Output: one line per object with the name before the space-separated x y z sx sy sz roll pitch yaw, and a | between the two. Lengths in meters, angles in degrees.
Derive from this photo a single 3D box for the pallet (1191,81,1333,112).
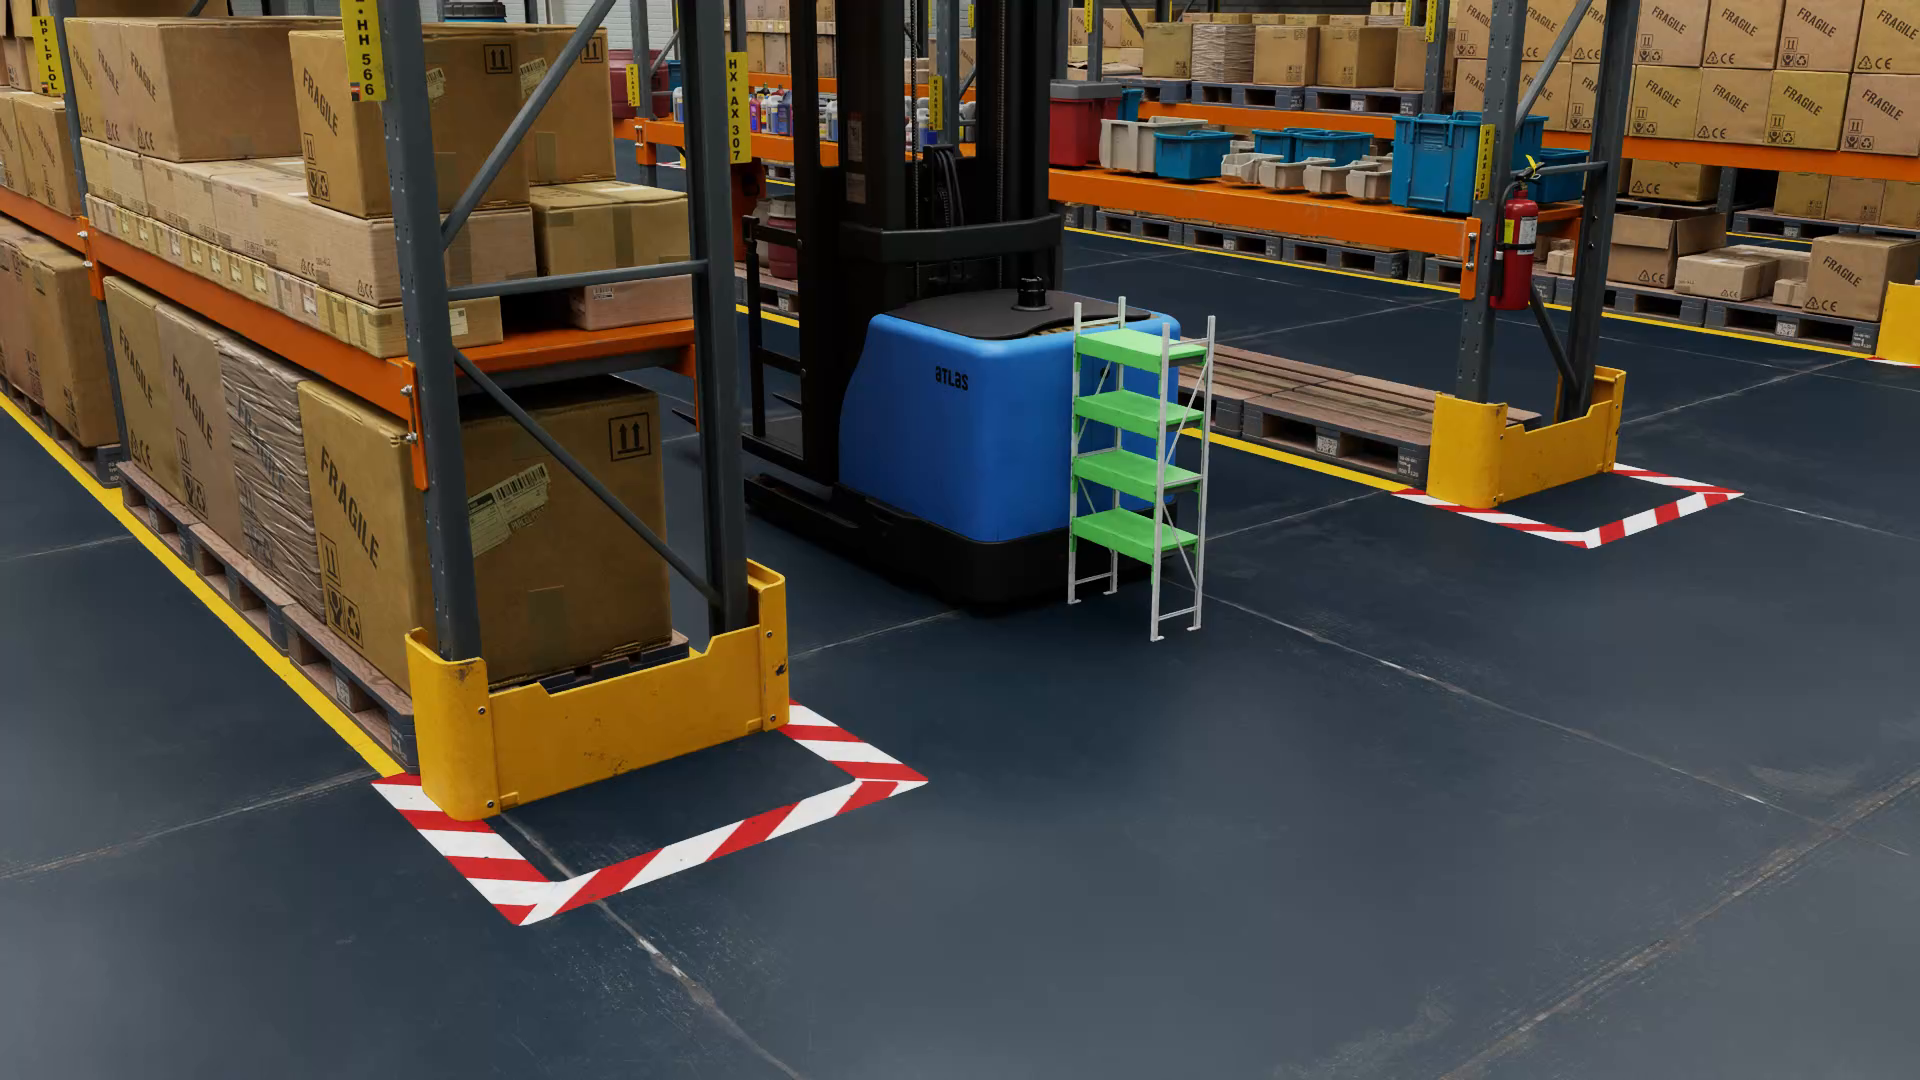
pallet | 2.891 -4.087 15.238 1.003 0.211 1.213 -14 23 -36

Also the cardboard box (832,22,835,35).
cardboard box | -1.292 -6.084 19.773 0.380 0.149 0.250 -15 23 -37

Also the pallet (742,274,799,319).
pallet | -0.929 -1.880 12.704 1.003 0.211 1.213 -14 23 -36

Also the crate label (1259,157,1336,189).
crate label | 1.753 -1.926 8.731 0.396 0.136 0.243 -14 23 -36

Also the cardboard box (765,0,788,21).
cardboard box | -2.019 -6.784 20.856 0.700 0.500 0.500 -14 23 -36

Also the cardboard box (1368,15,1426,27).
cardboard box | 5.261 -5.994 19.834 0.500 0.500 0.700 17 25 42

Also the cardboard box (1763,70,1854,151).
cardboard box | 5.831 -2.917 11.240 0.500 0.500 0.500 -14 23 -36

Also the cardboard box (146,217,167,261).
cardboard box | -3.030 -1.224 6.687 0.380 0.149 0.250 -14 23 -37

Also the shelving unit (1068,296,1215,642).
shelving unit | 0.673 -0.276 6.286 0.258 1.200 0.503 -13 22 -34

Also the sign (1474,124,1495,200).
sign | 2.341 -1.685 7.420 0.100 0.325 0.005 -14 23 -36

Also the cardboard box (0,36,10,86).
cardboard box | -5.244 -2.903 9.603 0.797 0.503 0.637 -13 23 -35

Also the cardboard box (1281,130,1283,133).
cardboard box | 4.514 -5.080 21.209 0.700 0.500 0.500 -14 23 -36

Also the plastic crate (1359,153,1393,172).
plastic crate | 2.312 -2.010 8.984 0.250 0.136 0.298 -14 23 -36

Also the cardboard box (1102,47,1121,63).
cardboard box | 2.243 -6.730 23.121 0.500 0.250 0.500 -14 23 -36

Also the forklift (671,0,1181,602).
forklift | -0.368 -1.552 7.385 1.130 2.935 3.031 -13 22 -34

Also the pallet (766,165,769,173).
pallet | -2.779 -5.124 22.500 1.003 0.211 1.213 -14 23 -36

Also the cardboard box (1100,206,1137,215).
cardboard box | 1.739 -3.510 16.469 0.500 0.500 0.500 -13 22 -34

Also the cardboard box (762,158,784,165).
cardboard box | -2.198 -4.976 21.324 0.500 0.250 0.500 -14 23 -36

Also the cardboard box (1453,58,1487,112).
cardboard box | 4.267 -3.539 13.120 0.500 0.500 0.500 -13 22 -35

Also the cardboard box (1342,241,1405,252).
cardboard box | 3.633 -2.758 14.198 0.500 0.500 0.500 -14 23 -36

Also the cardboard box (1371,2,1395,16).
cardboard box | 5.112 -6.344 19.858 0.250 0.149 0.380 16 24 39

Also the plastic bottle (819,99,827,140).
plastic bottle | -0.987 -2.984 11.801 0.152 0.276 0.135 -14 23 -36

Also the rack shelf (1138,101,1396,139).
rack shelf | 2.922 -3.822 15.277 1.077 0.370 4.000 -14 23 -36

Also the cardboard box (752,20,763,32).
cardboard box | -2.411 -6.527 21.112 0.380 0.149 0.250 -14 23 -37

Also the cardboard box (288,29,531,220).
cardboard box | -1.629 -1.247 4.929 0.500 0.500 0.500 -14 23 -35

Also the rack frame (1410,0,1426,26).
rack frame | 5.561 -5.624 19.575 1.000 3.000 0.127 -14 23 -36

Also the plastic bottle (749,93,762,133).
plastic bottle | -1.508 -3.172 12.355 0.061 0.283 0.133 -14 23 -36

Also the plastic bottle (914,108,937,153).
plastic bottle | -0.219 -2.680 10.881 0.152 0.276 0.135 -14 23 -36

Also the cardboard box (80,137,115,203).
cardboard box | -3.518 -1.641 7.312 0.500 0.250 0.500 -14 23 -37

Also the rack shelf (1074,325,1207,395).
rack shelf | 0.673 -0.671 6.155 0.258 0.148 0.480 -13 22 -34

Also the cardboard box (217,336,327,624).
cardboard box | -2.146 -0.309 6.237 0.875 0.875 0.875 -14 23 -36

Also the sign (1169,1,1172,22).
sign | 2.100 -5.277 16.810 0.100 0.325 0.005 -14 23 -36

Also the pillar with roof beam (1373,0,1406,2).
pillar with roof beam | 2.057 -8.121 17.572 9.100 9.000 0.400 -14 23 -36

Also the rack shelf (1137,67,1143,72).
rack shelf | 1.836 -6.761 24.153 1.077 0.370 4.000 -14 23 -36

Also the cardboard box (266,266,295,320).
cardboard box | -2.072 -0.844 5.540 0.380 0.149 0.250 -13 23 -35

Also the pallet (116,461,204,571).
pallet | -3.193 -0.212 7.666 1.003 0.211 1.213 -14 23 -36

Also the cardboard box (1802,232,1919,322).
cardboard box | 6.117 -1.793 11.282 0.500 0.500 0.500 -14 23 -36

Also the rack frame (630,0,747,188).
rack frame | -2.205 -3.690 13.736 1.000 3.000 0.127 -14 23 -36

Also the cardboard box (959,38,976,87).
cardboard box | 0.299 -5.244 18.267 0.500 0.500 0.500 -14 23 -36

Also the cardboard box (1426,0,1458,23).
cardboard box | 5.659 -6.009 18.880 0.500 0.250 0.500 -13 23 -35

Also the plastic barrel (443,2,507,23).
plastic barrel | -4.686 -4.760 16.167 0.600 0.901 0.708 -14 23 -36

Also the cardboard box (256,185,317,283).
cardboard box | -1.944 -1.015 5.422 0.500 0.250 0.500 -14 23 -37

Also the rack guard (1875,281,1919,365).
rack guard | 6.600 -1.517 11.149 1.175 0.500 0.348 -14 23 -36

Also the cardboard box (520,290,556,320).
cardboard box | -1.243 -0.848 5.551 0.380 0.149 0.250 -14 23 -37

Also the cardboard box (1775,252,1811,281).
cardboard box | 6.222 -1.901 12.006 0.500 0.250 0.500 -14 23 -36

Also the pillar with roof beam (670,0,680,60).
pillar with roof beam | -9.119 -12.556 30.967 9.100 9.000 0.400 -14 23 -36

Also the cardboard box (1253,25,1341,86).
cardboard box | 3.019 -4.341 14.872 0.500 0.500 0.700 13 23 35

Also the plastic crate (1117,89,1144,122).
plastic crate | 0.836 -2.677 10.606 0.392 0.384 0.575 -14 23 -36

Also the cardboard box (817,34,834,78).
cardboard box | -1.416 -5.926 20.328 0.700 0.500 0.500 -14 23 -37

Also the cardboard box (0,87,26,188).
cardboard box | -5.047 -2.223 9.144 0.500 0.500 0.500 -14 23 -36
